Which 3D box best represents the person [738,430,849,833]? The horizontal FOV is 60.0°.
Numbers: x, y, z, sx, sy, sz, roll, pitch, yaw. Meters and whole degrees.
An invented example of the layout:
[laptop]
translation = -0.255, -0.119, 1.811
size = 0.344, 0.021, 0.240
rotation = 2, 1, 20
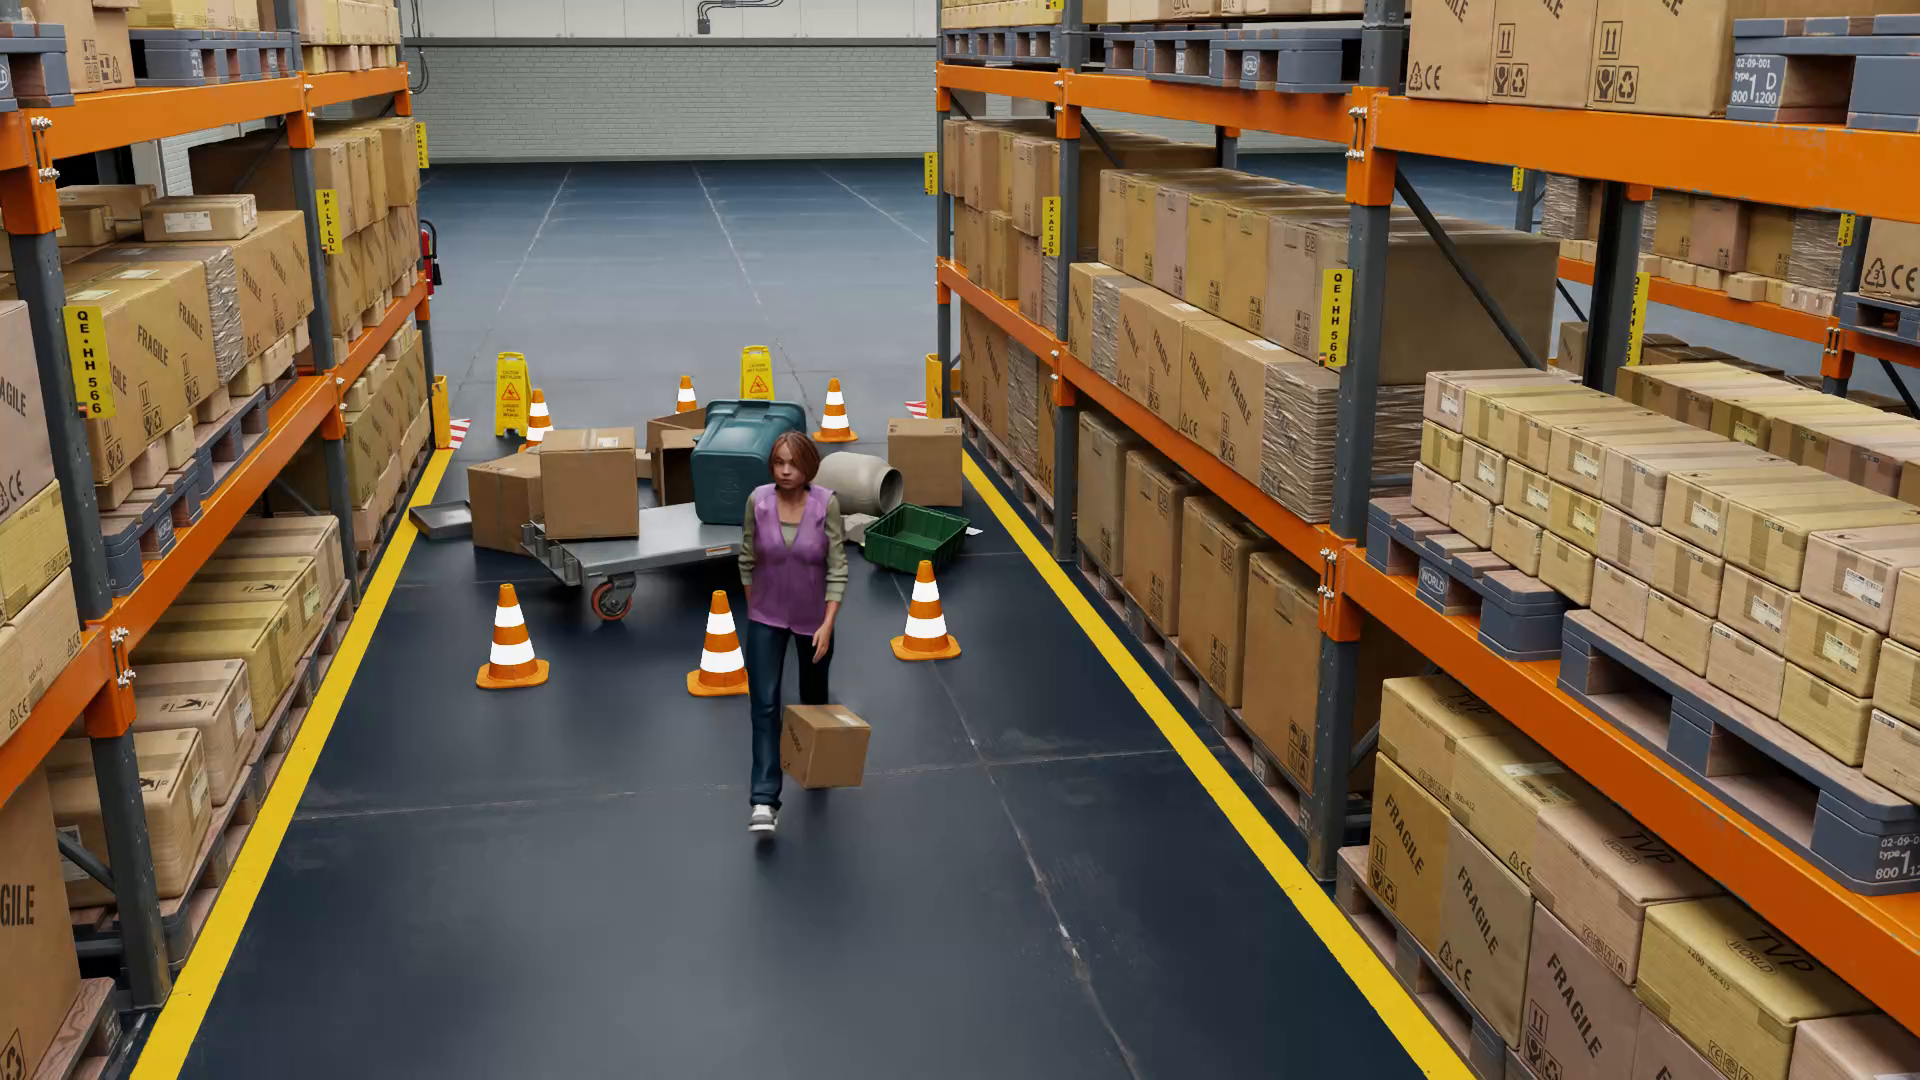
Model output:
[person]
translation = -0.649, 0.311, 6.536
size = 0.432, 1.533, 0.954
rotation = -1, 17, -4
